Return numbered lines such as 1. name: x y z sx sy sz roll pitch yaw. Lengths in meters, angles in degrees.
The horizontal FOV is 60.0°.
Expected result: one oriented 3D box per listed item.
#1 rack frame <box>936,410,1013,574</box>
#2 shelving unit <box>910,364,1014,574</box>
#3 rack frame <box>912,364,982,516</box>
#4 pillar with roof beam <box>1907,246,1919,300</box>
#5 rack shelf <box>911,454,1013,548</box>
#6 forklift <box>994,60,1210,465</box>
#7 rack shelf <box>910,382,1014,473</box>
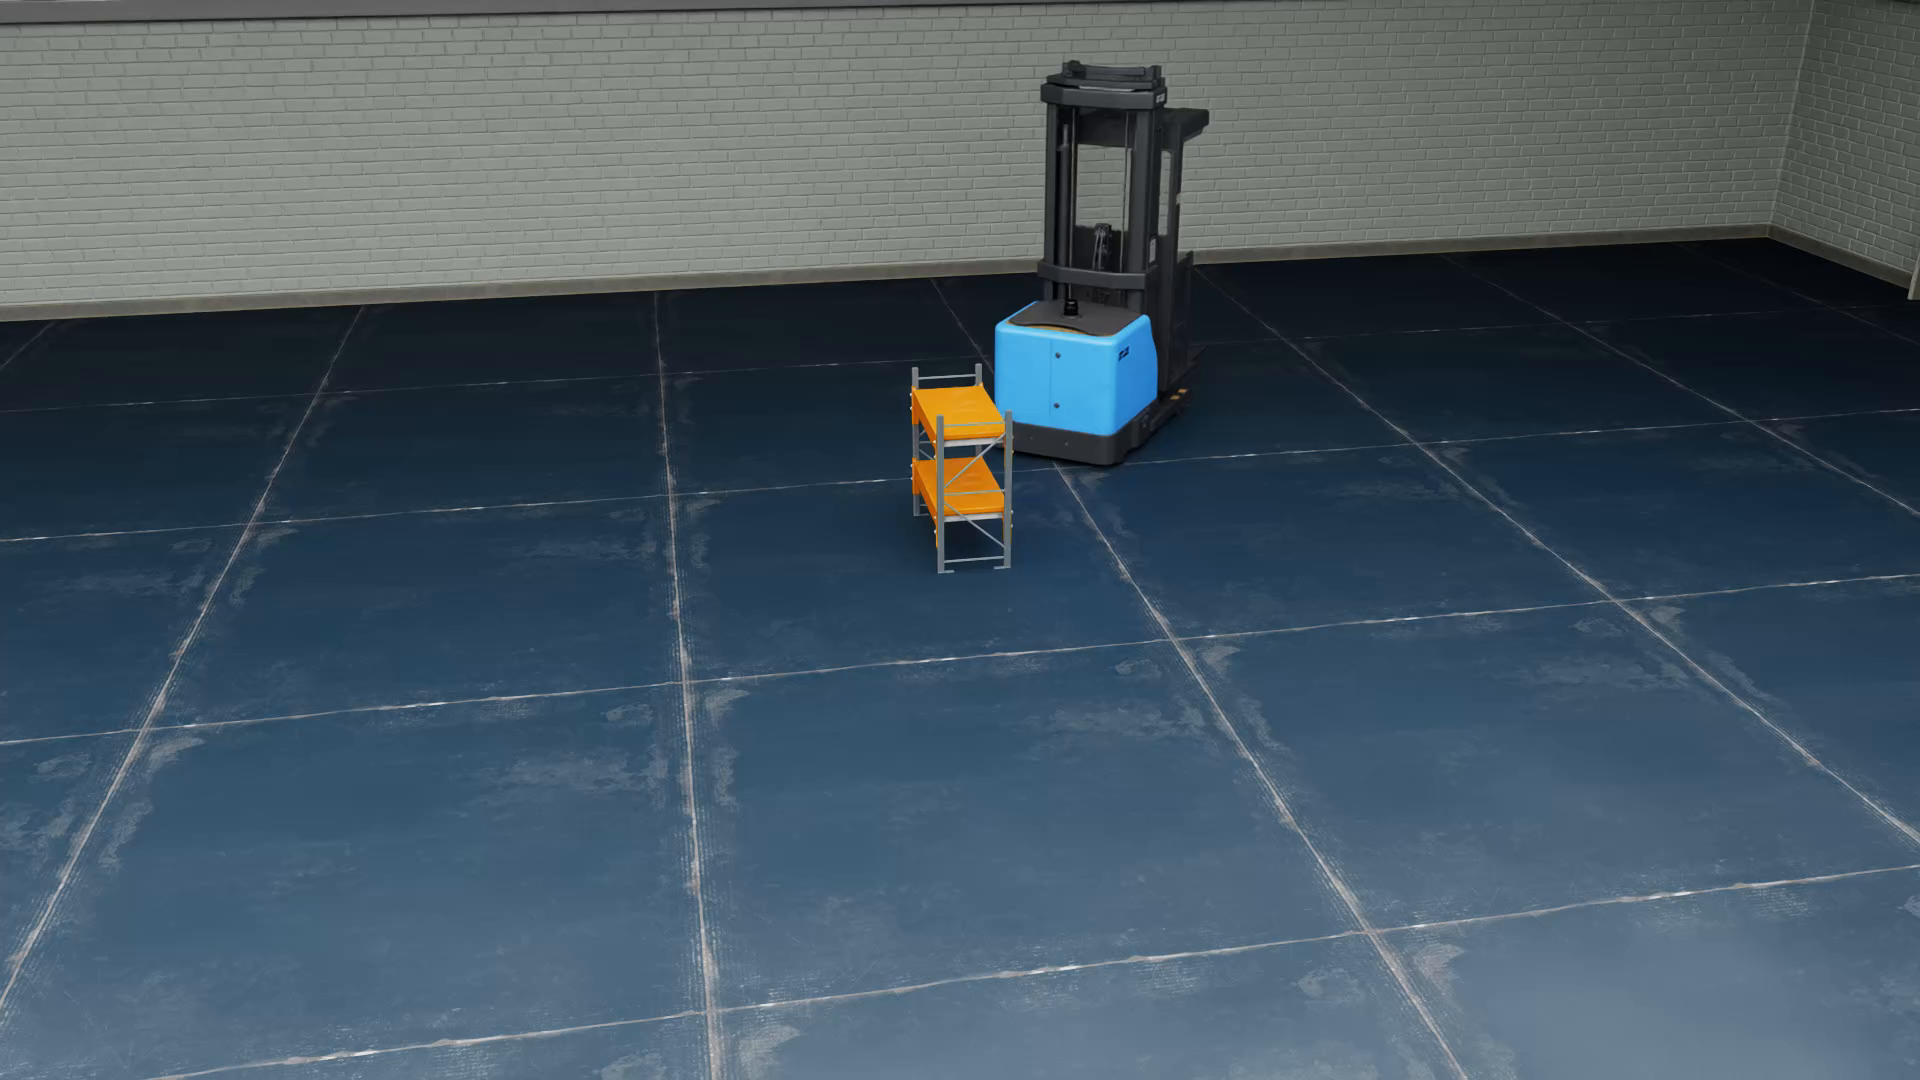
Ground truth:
1. rack frame: 0.095 -0.313 11.061 0.500 1.125 0.032 -4 24 -10
2. shelving unit: 0.001 -0.513 11.519 0.538 1.125 1.048 -4 24 -10
3. rack frame: -0.093 -0.713 11.977 0.500 1.125 0.032 -4 24 -10
4. pillar with roof beam: 5.986 -6.300 14.931 9.100 9.000 0.400 -4 24 -10
5. rack shelf: 0.001 -0.289 11.617 0.538 0.278 1.000 -4 24 -10
6. forklift: 1.352 -2.481 13.768 1.130 2.935 3.031 11 26 23
7. rack shelf: 0.001 -0.781 11.402 0.538 0.278 1.000 -4 24 -10
